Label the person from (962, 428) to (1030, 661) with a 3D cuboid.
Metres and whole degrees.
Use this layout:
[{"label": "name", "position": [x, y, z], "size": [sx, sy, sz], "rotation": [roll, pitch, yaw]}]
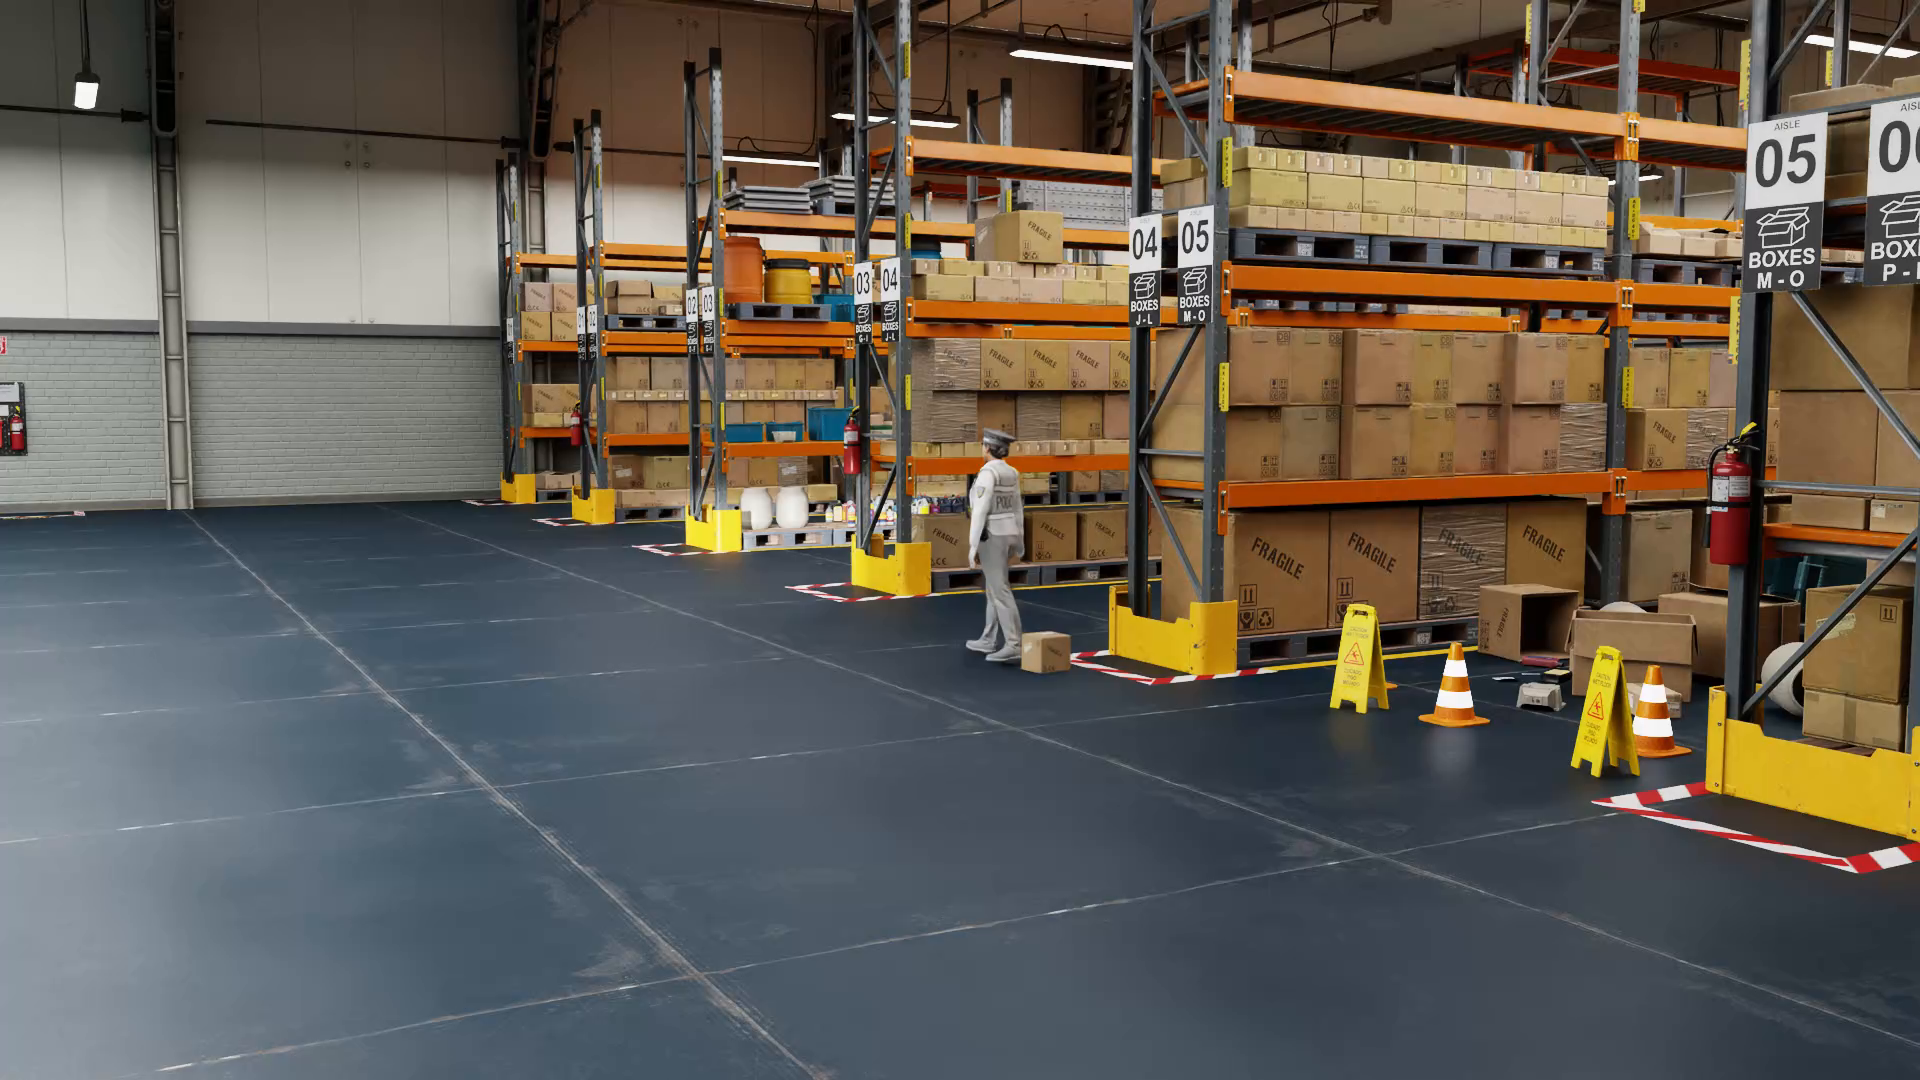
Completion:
[{"label": "person", "position": [0.247, 0.024, 12.084], "size": [0.601, 1.669, 0.639], "rotation": [4, 7, 40]}]
